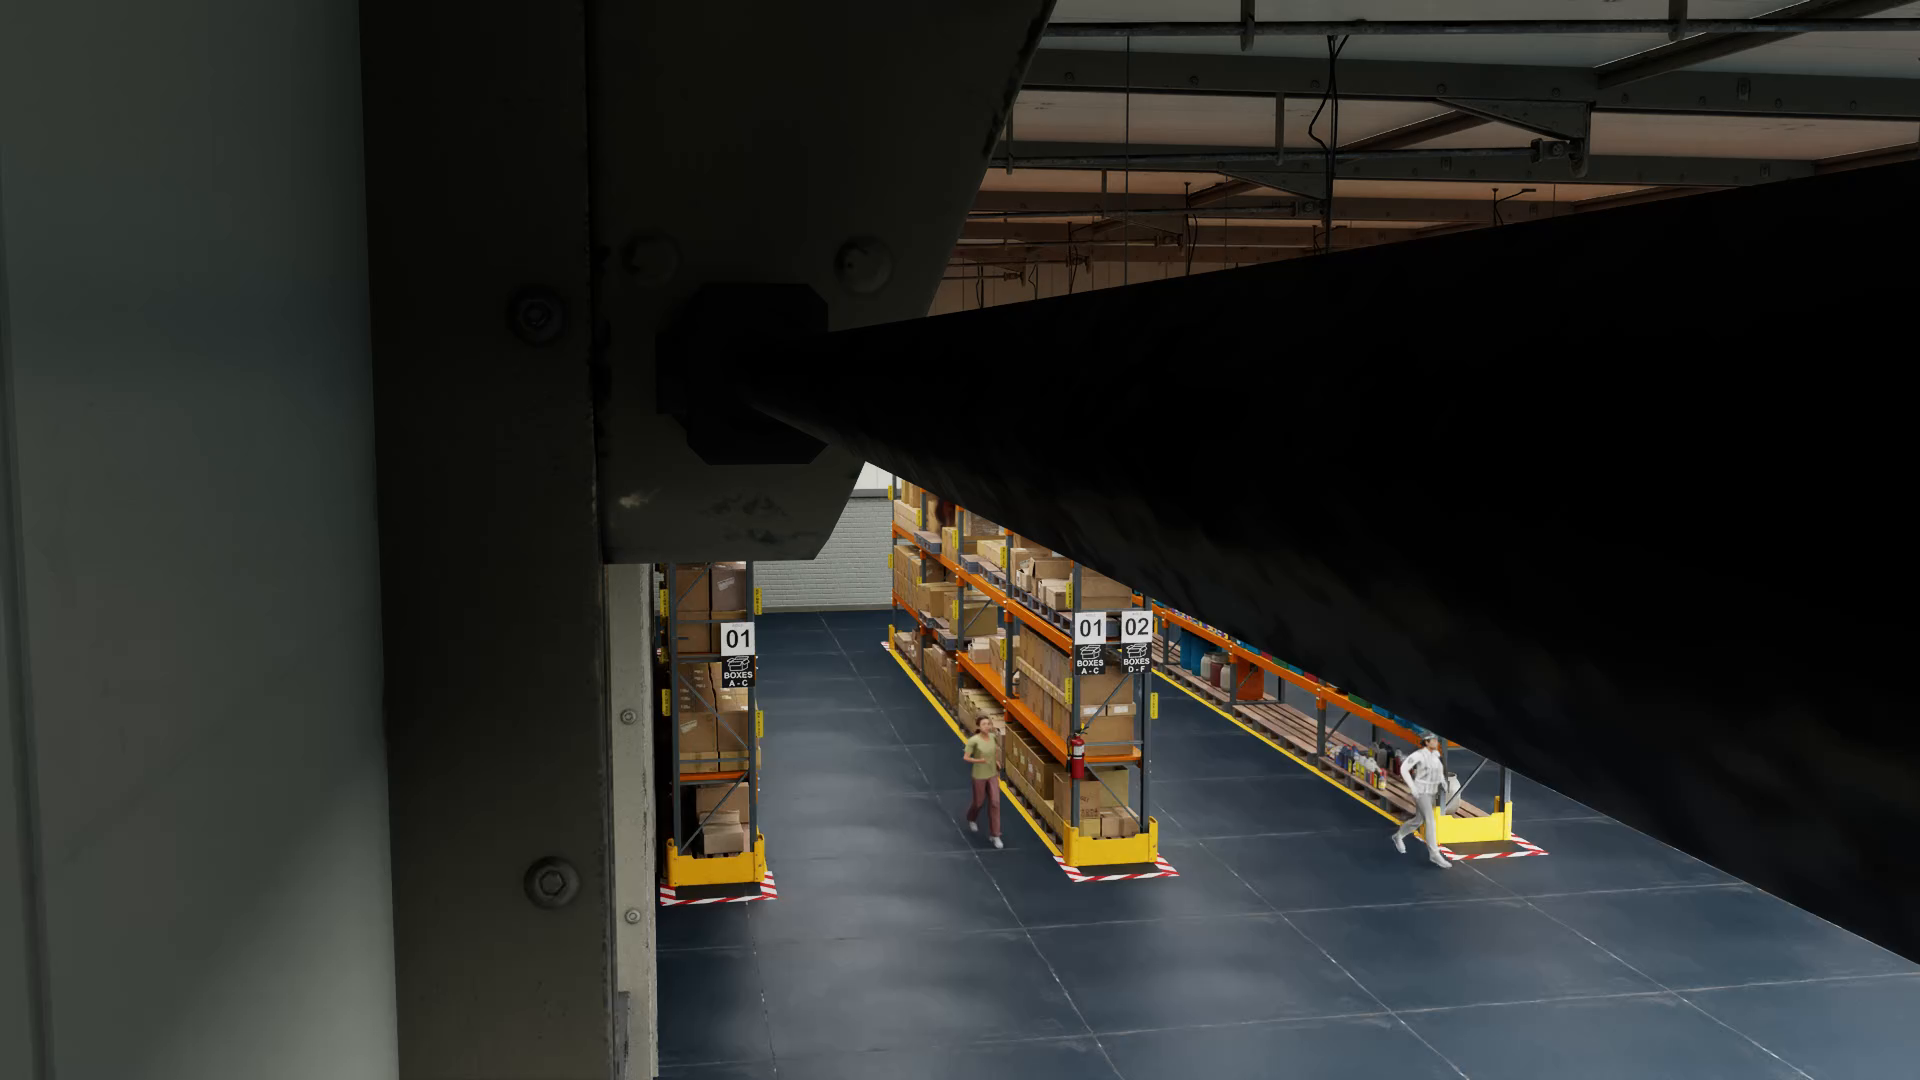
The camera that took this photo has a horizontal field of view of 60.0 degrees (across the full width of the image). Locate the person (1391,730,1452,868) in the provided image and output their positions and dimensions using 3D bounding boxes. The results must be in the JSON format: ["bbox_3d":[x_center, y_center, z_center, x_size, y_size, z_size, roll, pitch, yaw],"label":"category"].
[{"bbox_3d":[5.886,3.213,21.034,0.612,1.693,0.877,-6,8,-43],"label":"person"}]

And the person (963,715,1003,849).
[{"bbox_3d":[0.312,3.122,21.823,0.574,1.671,0.950,-3,7,-22],"label":"person"}]
